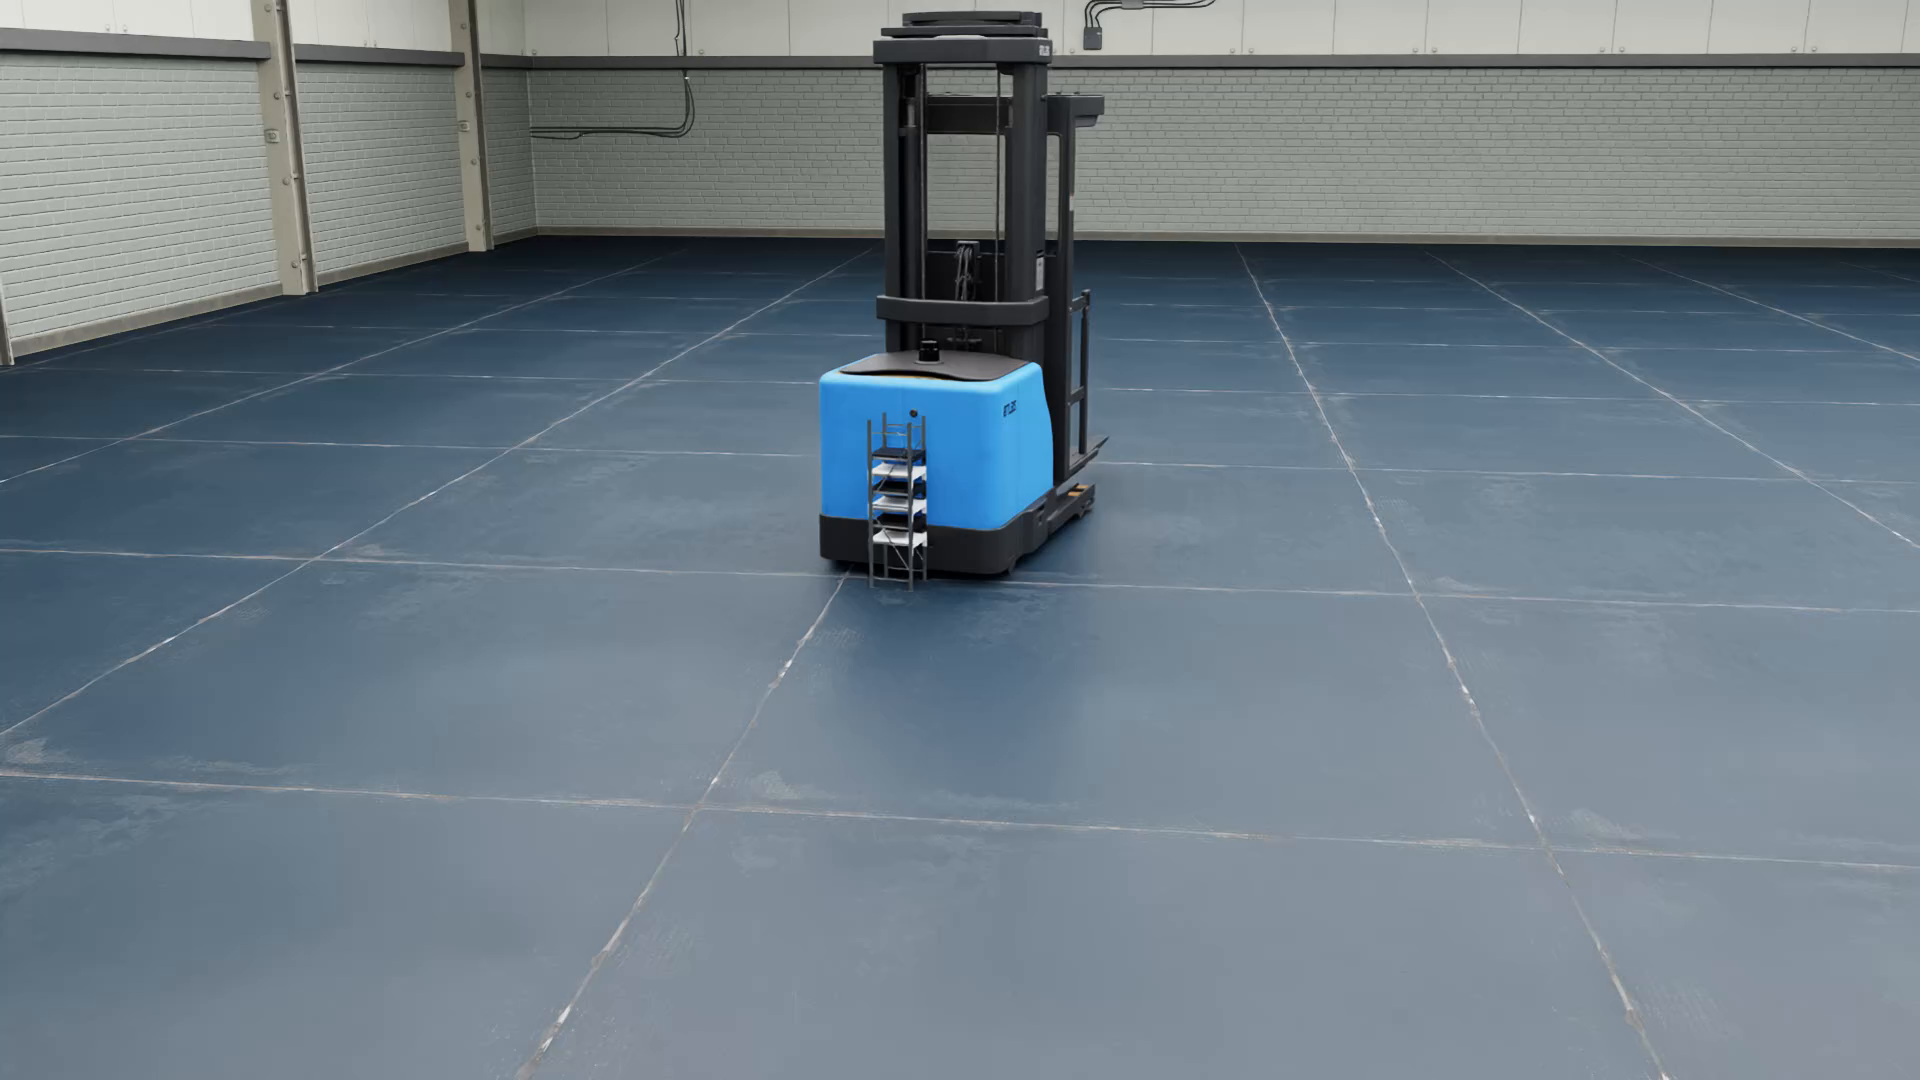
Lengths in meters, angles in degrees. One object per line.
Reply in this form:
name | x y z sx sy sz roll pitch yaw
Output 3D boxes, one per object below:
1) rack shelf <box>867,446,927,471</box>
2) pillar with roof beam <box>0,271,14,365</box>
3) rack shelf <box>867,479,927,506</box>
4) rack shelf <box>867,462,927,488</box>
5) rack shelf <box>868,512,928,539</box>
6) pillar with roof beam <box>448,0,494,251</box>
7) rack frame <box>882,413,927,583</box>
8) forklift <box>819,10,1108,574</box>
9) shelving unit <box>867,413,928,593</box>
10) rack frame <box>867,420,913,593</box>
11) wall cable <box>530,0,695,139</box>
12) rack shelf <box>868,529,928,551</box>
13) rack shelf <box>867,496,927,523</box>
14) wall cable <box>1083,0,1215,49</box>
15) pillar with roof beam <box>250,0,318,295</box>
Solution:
rack shelf | -0.325 -0.423 8.595 0.258 0.077 0.200 5 16 19
pillar with roof beam | -4.919 -5.849 14.055 9.100 9.000 0.400 2 15 6
rack shelf | -0.325 -0.249 8.642 0.258 0.077 0.200 5 16 19
rack shelf | -0.325 -0.336 8.618 0.258 0.077 0.200 5 16 19
rack shelf | -0.325 -0.075 8.689 0.258 0.077 0.200 5 16 19
pillar with roof beam | -3.565 -8.962 25.565 9.100 9.000 0.400 2 15 6
rack frame | -0.292 -0.219 8.749 0.240 0.900 0.006 5 16 19
forklift | 0.202 -1.575 9.873 1.130 2.935 3.031 5 16 19
shelving unit | -0.325 -0.194 8.656 0.258 0.900 0.210 5 16 19
rack frame | -0.359 -0.169 8.564 0.240 0.900 0.006 5 16 19
wall cable | -6.196 -8.315 29.121 3.097 2.526 0.112 2 15 6
rack shelf | -0.325 0.012 8.712 0.258 0.077 0.200 5 16 19
rack shelf | -0.325 -0.162 8.665 0.258 0.077 0.200 5 16 19
wall cable | 3.235 -11.172 27.223 2.305 6.003 0.169 2 15 6
pillar with roof beam | -4.242 -7.406 19.810 9.100 9.000 0.400 2 15 6
